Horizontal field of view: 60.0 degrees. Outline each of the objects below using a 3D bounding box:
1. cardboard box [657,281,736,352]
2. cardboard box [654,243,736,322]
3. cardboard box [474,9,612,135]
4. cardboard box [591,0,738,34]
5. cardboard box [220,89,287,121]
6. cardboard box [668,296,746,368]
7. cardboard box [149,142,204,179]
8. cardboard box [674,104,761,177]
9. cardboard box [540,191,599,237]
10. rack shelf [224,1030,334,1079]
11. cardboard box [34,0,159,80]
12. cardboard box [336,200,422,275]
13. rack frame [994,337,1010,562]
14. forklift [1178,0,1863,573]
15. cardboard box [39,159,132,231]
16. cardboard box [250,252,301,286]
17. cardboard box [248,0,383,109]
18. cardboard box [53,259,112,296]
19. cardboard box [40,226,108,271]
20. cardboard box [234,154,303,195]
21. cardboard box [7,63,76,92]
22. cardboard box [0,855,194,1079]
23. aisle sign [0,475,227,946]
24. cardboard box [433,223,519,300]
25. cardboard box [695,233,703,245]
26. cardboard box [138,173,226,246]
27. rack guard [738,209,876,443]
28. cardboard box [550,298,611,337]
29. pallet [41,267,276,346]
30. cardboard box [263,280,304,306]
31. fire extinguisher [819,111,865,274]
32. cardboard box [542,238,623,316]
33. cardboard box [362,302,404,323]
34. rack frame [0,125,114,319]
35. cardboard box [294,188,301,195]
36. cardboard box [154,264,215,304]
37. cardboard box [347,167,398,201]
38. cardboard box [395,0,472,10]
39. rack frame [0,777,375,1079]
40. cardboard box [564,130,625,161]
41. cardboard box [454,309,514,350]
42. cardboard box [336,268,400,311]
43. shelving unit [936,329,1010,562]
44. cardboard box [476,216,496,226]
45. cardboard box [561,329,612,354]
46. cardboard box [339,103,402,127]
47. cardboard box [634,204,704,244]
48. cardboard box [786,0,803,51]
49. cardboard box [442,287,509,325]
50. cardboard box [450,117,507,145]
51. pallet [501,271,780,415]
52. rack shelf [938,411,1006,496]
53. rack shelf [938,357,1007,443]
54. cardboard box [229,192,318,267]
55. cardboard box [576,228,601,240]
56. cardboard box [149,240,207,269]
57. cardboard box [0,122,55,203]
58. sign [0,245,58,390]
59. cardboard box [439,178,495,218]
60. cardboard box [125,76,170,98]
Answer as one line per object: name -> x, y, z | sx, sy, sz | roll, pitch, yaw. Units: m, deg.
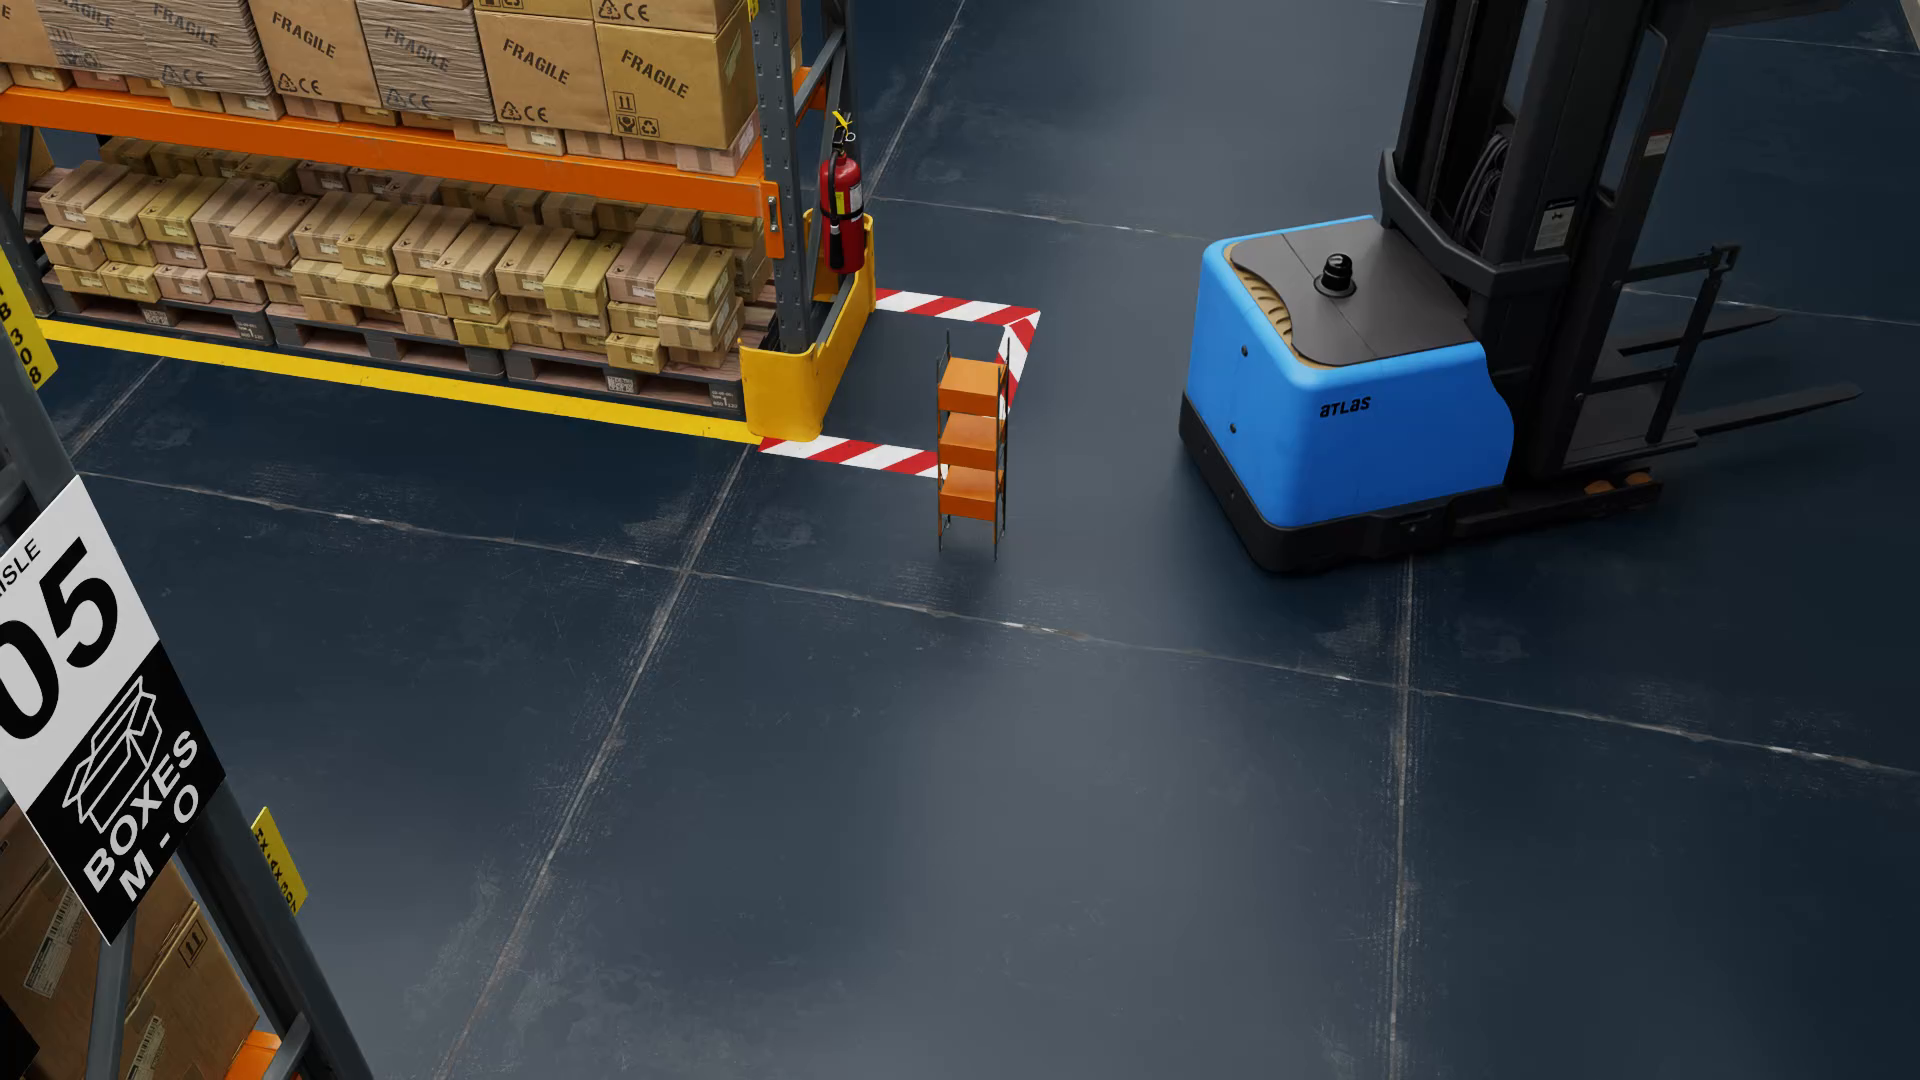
cardboard box -> -1.212, -1.050, 7.677 | 0.250, 0.149, 0.380 | 8, 44, 8
cardboard box -> -1.206, -1.179, 7.596 | 0.250, 0.149, 0.380 | 9, 45, 10
cardboard box -> -1.631, -2.051, 6.891 | 0.500, 0.500, 0.500 | 8, 45, 8
cardboard box -> -1.135, -2.337, 6.467 | 0.500, 0.500, 0.500 | 8, 44, 8
cardboard box -> -3.037, -2.017, 7.323 | 0.250, 0.149, 0.380 | 11, 45, 11
cardboard box -> -1.194, -0.995, 7.834 | 0.250, 0.149, 0.380 | 10, 45, 10
cardboard box -> -3.876, -1.987, 8.435 | 0.250, 0.149, 0.380 | 9, 45, 10
cardboard box -> -1.014, -1.700, 6.994 | 0.250, 0.149, 0.380 | 9, 45, 9
cardboard box -> -1.845, -1.647, 8.082 | 0.250, 0.149, 0.380 | 7, 44, 7
rack shelf -> -3.568, 1.389, 4.122 | 4.000, 0.370, 1.077 | 9, 45, 9
cardboard box -> -3.625, -2.366, 7.218 | 0.500, 0.500, 0.500 | 9, 45, 9
cardboard box -> -2.728, -1.430, 7.857 | 0.250, 0.149, 0.380 | 9, 45, 9
rack frame -> 0.171, -0.352, 6.818 | 0.008, 1.050, 0.200 | 9, 45, 9
forklift -> 2.577, -1.497, 6.652 | 3.031, 2.935, 1.130 | -11, 45, -12
cardboard box -> -4.247, -1.684, 8.121 | 0.250, 0.149, 0.380 | 11, 45, 11
cardboard box -> -3.216, -1.407, 8.048 | 0.250, 0.149, 0.380 | 11, 45, 11
cardboard box -> -2.612, -2.204, 7.050 | 0.500, 0.500, 0.500 | 11, 45, 11
cardboard box -> -4.253, -1.390, 8.244 | 0.250, 0.149, 0.380 | 7, 44, 7
cardboard box -> -4.254, -1.498, 8.142 | 0.250, 0.149, 0.380 | 11, 45, 11
cardboard box -> -3.395, -1.862, 8.305 | 0.250, 0.149, 0.380 | 10, 45, 10
cardboard box -> -4.065, -2.194, 7.508 | 0.250, 0.149, 0.380 | 10, 45, 10
cardboard box -> -2.023, 0.771, 3.453 | 0.500, 0.500, 0.500 | 8, 44, 8
aisle sign -> -1.483, 0.311, 2.849 | 0.004, 0.787, 0.394 | 9, 45, 9
cardboard box -> -2.233, -1.295, 7.716 | 0.250, 0.149, 0.380 | 10, 45, 11
cardboard box -> -1.345, -1.496, 8.140 | 0.250, 0.149, 0.380 | 9, 45, 9
cardboard box -> -3.734, -1.597, 8.030 | 0.250, 0.149, 0.380 | 8, 45, 8
rack guard -> -0.709, -1.043, 7.933 | 0.348, 0.500, 1.175 | 9, 45, 9
cardboard box -> -1.719, -1.128, 7.757 | 0.250, 0.149, 0.380 | 7, 44, 7
pallet -> -3.875, -1.456, 8.570 | 1.213, 0.211, 1.003 | 9, 45, 9
cardboard box -> -3.210, -1.325, 8.177 | 0.250, 0.149, 0.380 | 7, 44, 7
fire extinguisher -> -0.489, -1.420, 6.847 | 0.183, 0.674, 0.296 | 9, 45, 9
cardboard box -> -1.720, -1.210, 7.628 | 0.250, 0.149, 0.380 | 8, 44, 8
cardboard box -> -2.705, -1.233, 8.080 | 0.250, 0.149, 0.380 | 10, 45, 10
rack frame -> -4.538, -2.538, 7.684 | 0.127, 3.000, 1.000 | 9, 45, 9
cardboard box -> -3.406, -1.771, 8.426 | 0.250, 0.149, 0.380 | 9, 45, 9
cardboard box -> -3.739, -1.347, 8.199 | 0.250, 0.149, 0.380 | 9, 45, 9
cardboard box -> -2.845, -1.851, 8.294 | 0.250, 0.149, 0.380 | 7, 44, 8
cardboard box -> -2.139, -2.486, 6.622 | 0.500, 0.500, 0.500 | 11, 45, 11
rack frame -> -1.617, 1.433, 3.558 | 0.127, 3.000, 1.000 | 9, 45, 9
cardboard box -> -1.497, -1.791, 7.089 | 0.250, 0.149, 0.380 | 8, 45, 9
cardboard box -> -2.212, -1.088, 7.931 | 0.250, 0.149, 0.380 | 7, 44, 7
cardboard box -> -2.748, -1.272, 7.907 | 0.250, 0.149, 0.380 | 9, 45, 9
shelving unit -> 0.052, -0.370, 6.838 | 0.252, 1.050, 0.215 | 9, 45, 9
cardboard box -> -2.383, -1.575, 8.222 | 0.250, 0.149, 0.380 | 11, 45, 11
cardboard box -> -1.706, -1.064, 7.905 | 0.250, 0.149, 0.380 | 9, 45, 9
cardboard box -> -2.515, -1.984, 7.289 | 0.250, 0.149, 0.380 | 10, 45, 10
cardboard box -> -1.367, -1.540, 7.971 | 0.250, 0.149, 0.380 | 10, 45, 10
cardboard box -> -1.012, -2.330, 7.182 | 0.500, 0.500, 0.500 | 11, 45, 11
cardboard box -> -2.227, -1.198, 7.830 | 0.250, 0.149, 0.380 | 9, 45, 10
cardboard box -> -2.002, -1.873, 7.174 | 0.250, 0.149, 0.380 | 7, 44, 7
pallet -> -1.494, -1.086, 8.186 | 1.213, 0.211, 1.003 | 9, 45, 9
rack shelf -> 0.052, -0.363, 6.845 | 0.240, 0.259, 0.215 | 9, 45, 9
rack shelf -> 0.052, -0.567, 6.648 | 0.240, 0.259, 0.215 | 9, 45, 9
cardboard box -> -3.244, -1.479, 7.908 | 0.250, 0.149, 0.380 | 10, 45, 10
cardboard box -> -1.829, -1.586, 8.233 | 0.250, 0.149, 0.380 | 10, 45, 10
cardboard box -> -3.742, -1.508, 8.152 | 0.250, 0.149, 0.380 | 9, 45, 9
cardboard box -> -5.201, -2.080, 8.708 | 0.500, 0.500, 0.500 | 10, 45, 11
sign -> -1.490, -0.366, 2.577 | 0.005, 0.325, 0.100 | 9, 45, 9
cardboard box -> -2.360, -1.766, 8.206 | 0.250, 0.149, 0.380 | 9, 45, 10
cardboard box -> -3.529, -2.144, 7.456 | 0.250, 0.149, 0.380 | 7, 44, 7
